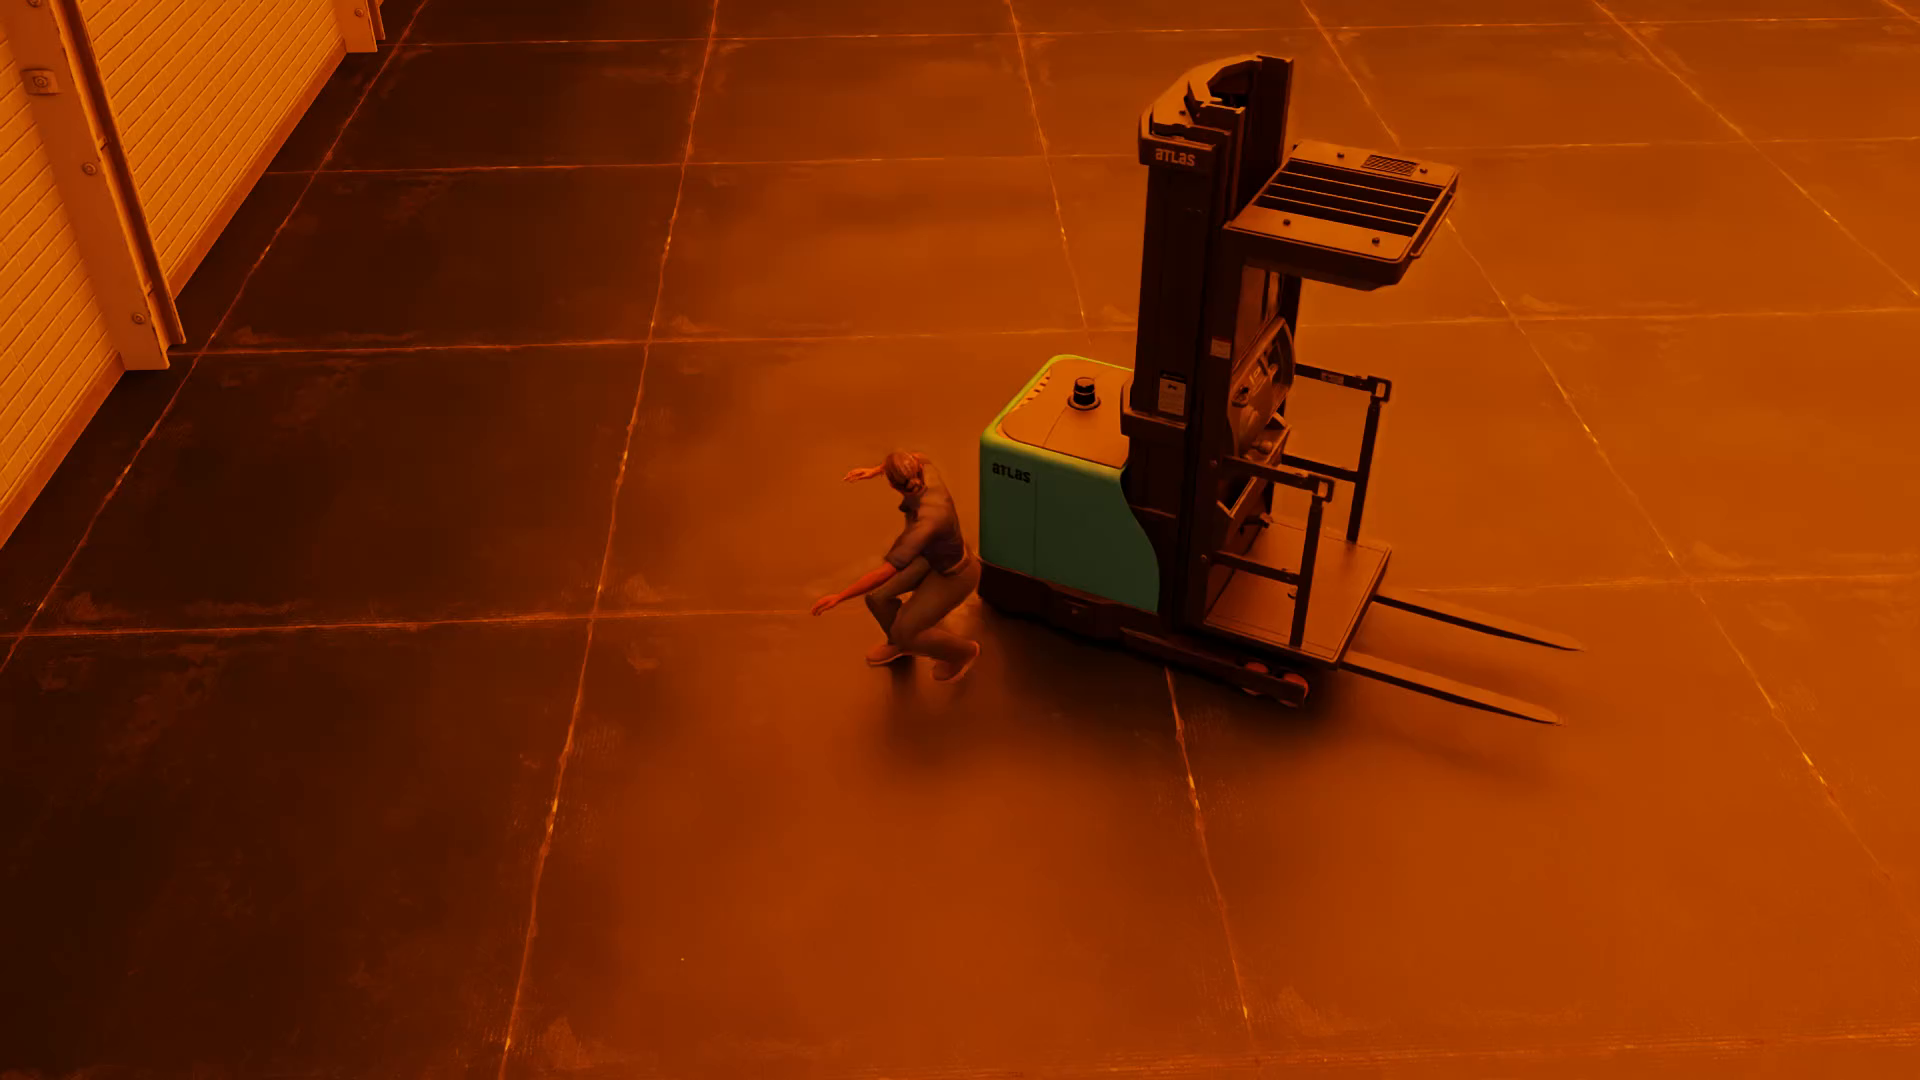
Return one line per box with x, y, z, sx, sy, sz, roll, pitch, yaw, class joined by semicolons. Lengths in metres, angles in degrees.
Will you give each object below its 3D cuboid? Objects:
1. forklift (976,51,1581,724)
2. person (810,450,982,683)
1.636;-0.709;7.976;3.031;2.935;1.130;17;39;21;forklift
-0.350;0.127;8.154;0.910;1.384;0.705;-11;37;-14;person
